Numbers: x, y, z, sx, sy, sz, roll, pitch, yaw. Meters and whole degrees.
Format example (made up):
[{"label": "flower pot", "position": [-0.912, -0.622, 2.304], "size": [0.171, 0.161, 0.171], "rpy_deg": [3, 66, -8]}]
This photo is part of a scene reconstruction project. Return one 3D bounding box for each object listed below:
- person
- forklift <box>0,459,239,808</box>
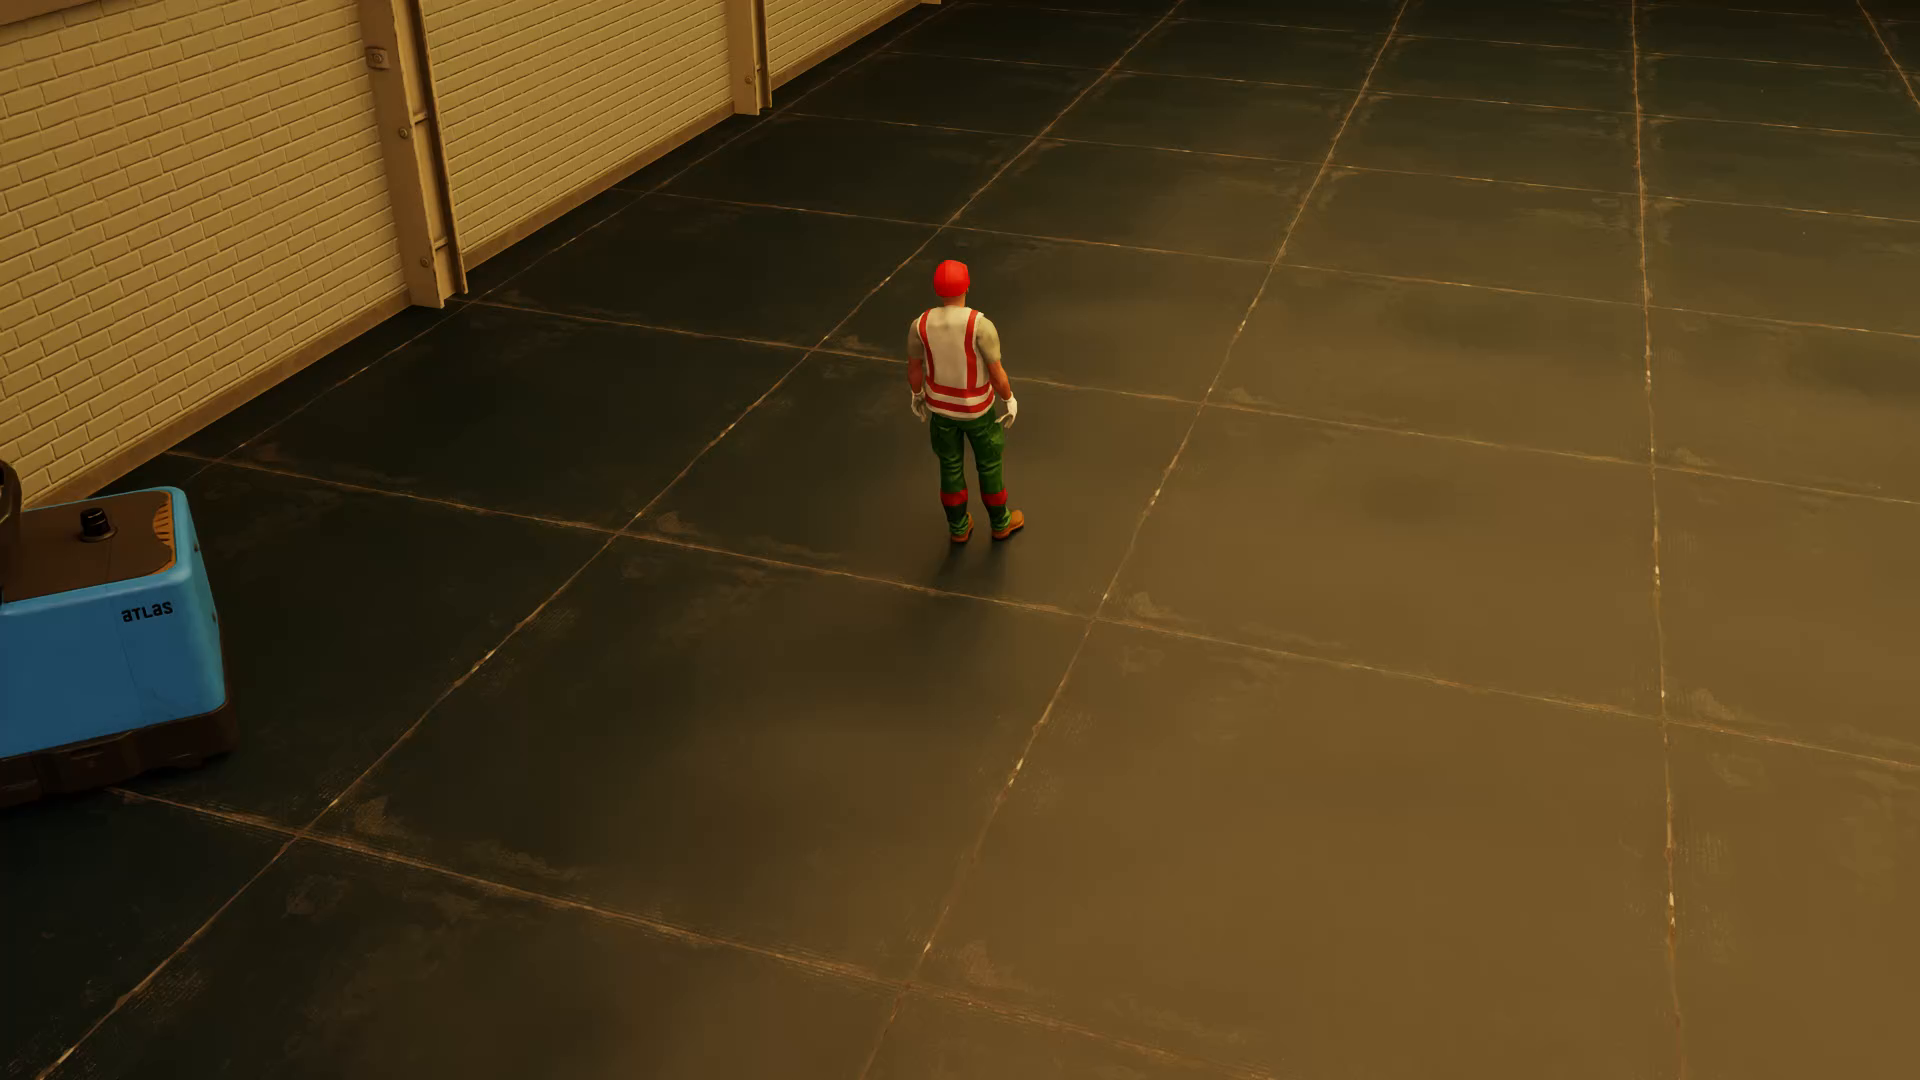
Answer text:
[{"label": "person", "position": [0.038, -0.820, 9.712], "size": [0.637, 1.790, 0.562], "rpy_deg": [10, 31, 16]}, {"label": "forklift", "position": [-5.124, -0.118, 7.343], "size": [3.031, 2.935, 1.130], "rpy_deg": [-12, 32, -21]}]
